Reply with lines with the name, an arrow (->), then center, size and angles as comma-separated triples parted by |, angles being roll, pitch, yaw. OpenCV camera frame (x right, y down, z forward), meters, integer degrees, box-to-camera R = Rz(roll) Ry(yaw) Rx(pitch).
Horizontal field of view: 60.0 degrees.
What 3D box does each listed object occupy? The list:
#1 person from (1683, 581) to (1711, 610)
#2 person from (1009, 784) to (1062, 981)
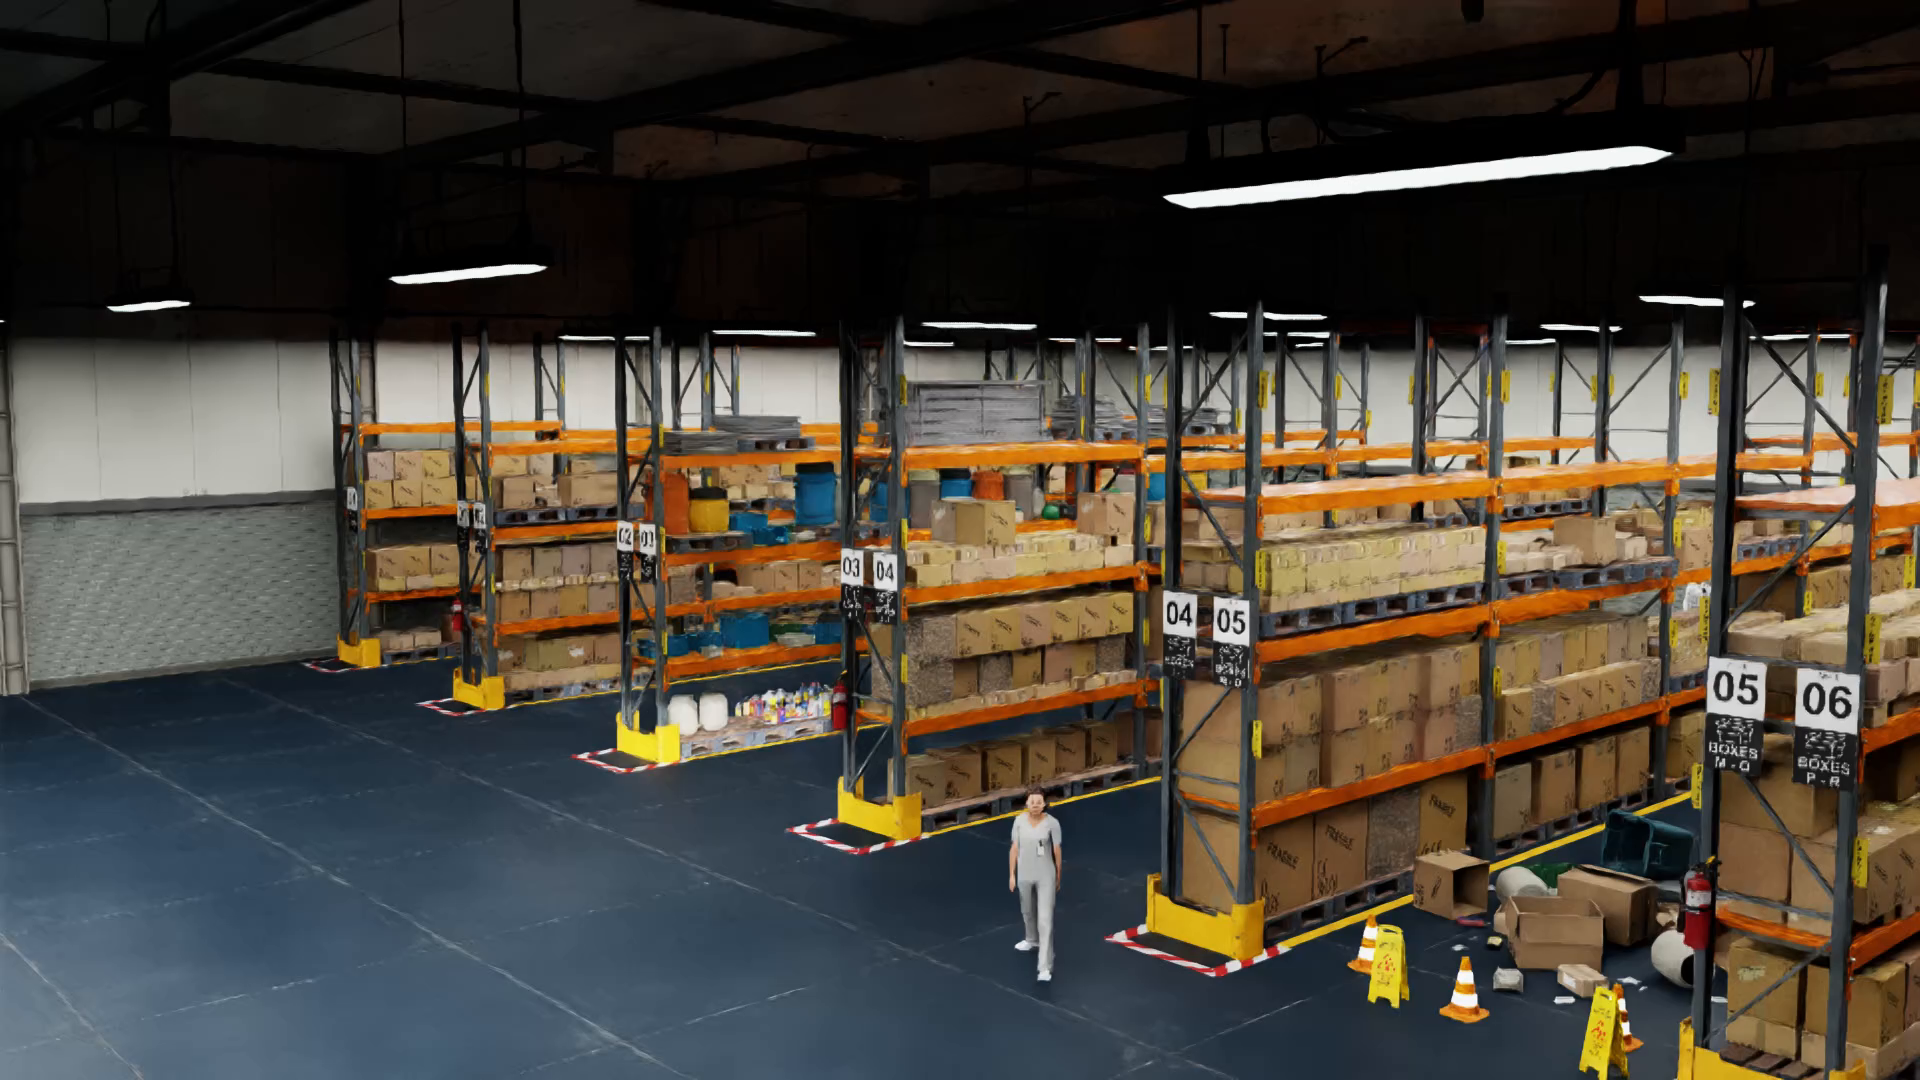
person -> 13.580, 1.317, 30.609 | 0.483, 1.621, 0.993 | 5, 7, 40
person -> 0.647, 2.922, 14.459 | 0.532, 1.635, 0.931 | 2, 6, 21
